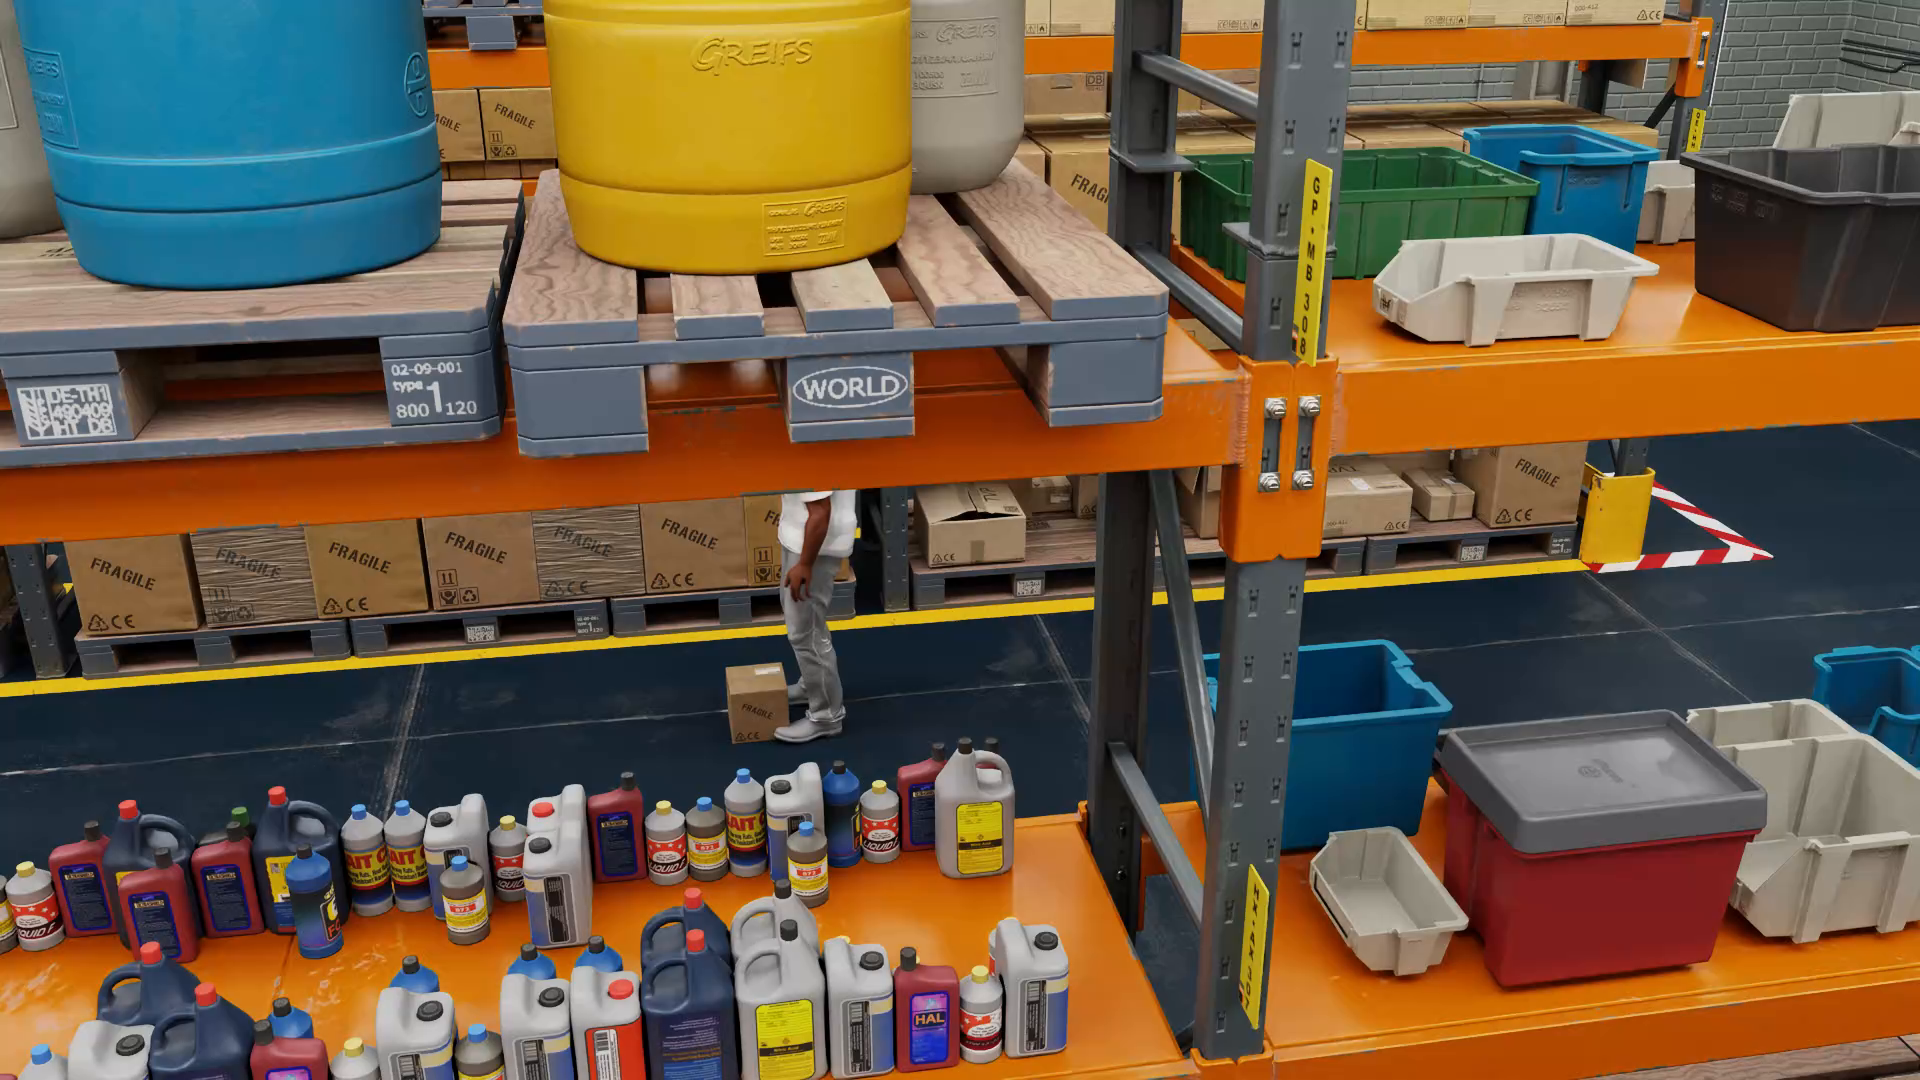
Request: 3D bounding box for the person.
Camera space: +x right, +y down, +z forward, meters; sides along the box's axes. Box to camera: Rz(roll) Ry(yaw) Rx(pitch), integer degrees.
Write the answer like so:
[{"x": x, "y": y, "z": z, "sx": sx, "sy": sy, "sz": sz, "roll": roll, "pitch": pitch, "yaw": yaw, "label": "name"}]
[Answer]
[{"x": -0.672, "y": 0.003, "z": 7.066, "sx": 0.458, "sy": 1.761, "sz": 0.626, "roll": -4, "pitch": 23, "yaw": -9, "label": "person"}]
